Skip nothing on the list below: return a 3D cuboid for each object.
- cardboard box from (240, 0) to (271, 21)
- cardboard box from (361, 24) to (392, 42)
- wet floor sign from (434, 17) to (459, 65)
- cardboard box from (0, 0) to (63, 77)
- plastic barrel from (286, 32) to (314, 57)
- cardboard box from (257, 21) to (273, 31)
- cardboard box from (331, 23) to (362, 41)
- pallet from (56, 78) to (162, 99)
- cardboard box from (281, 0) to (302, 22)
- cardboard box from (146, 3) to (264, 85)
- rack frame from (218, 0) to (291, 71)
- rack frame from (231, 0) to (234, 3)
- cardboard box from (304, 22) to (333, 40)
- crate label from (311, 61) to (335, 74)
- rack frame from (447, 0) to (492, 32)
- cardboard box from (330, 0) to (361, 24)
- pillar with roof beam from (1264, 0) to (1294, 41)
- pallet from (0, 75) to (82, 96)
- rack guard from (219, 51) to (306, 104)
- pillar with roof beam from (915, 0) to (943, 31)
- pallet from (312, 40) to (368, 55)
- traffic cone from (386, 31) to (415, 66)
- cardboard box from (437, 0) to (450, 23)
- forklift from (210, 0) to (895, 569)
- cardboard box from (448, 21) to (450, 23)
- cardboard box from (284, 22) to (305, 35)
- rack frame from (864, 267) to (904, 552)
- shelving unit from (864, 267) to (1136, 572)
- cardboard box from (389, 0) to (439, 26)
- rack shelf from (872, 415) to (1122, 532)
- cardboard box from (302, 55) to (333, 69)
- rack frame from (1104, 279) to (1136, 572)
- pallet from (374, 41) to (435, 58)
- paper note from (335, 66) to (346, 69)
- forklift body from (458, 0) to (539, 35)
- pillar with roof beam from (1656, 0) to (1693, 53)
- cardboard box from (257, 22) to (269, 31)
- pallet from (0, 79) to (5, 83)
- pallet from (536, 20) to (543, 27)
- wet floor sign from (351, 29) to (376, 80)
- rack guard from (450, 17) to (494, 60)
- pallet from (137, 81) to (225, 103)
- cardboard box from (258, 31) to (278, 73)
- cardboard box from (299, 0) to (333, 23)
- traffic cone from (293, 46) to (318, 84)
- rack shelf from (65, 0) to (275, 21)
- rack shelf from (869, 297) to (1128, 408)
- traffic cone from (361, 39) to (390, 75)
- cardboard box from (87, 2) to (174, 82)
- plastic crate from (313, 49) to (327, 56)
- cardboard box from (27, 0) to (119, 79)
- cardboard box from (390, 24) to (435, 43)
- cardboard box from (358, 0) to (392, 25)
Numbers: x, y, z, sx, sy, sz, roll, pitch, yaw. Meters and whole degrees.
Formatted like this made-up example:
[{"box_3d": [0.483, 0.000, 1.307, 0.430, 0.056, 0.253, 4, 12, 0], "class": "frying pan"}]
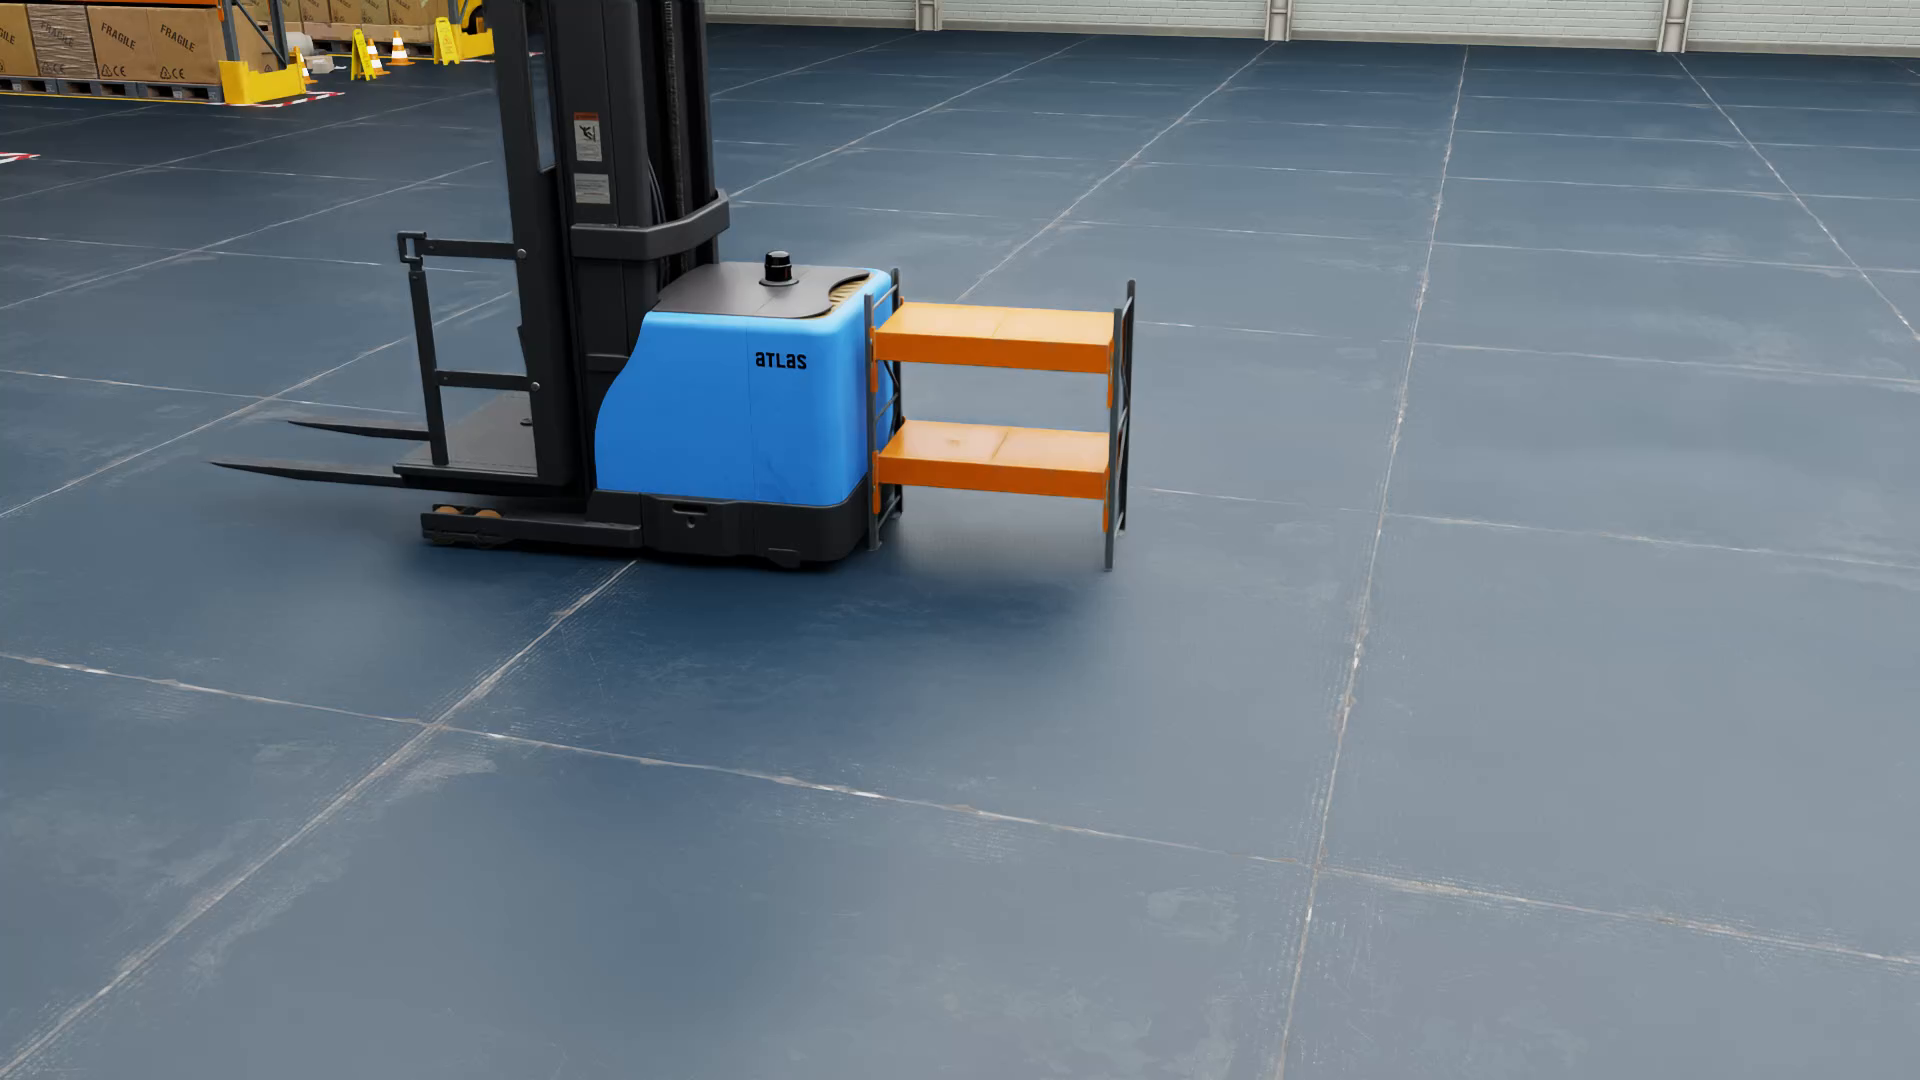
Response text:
[{"box_3d": [-10.648, -8.237, 25.481, 0.500, 0.500, 0.500, 8, 24, 18], "class": "cardboard box"}, {"box_3d": [-8.650, -7.665, 25.074, 0.500, 0.250, 0.500, 7, 23, 16], "class": "cardboard box"}, {"box_3d": [-7.432, -7.194, 23.957, 0.232, 0.644, 0.267, 16, 27, 34], "class": "wet floor sign"}, {"box_3d": [-11.886, -6.438, 21.260, 0.875, 0.875, 0.875, 7, 23, 16], "class": "cardboard box"}, {"box_3d": [-9.720, -7.177, 24.209, 0.512, 0.421, 0.421, -14, 26, -30], "class": "plastic barrel"}, {"box_3d": [-10.648, -7.891, 25.623, 0.500, 0.250, 0.500, 5, 23, 13], "class": "cardboard box"}, {"box_3d": [-9.153, -7.721, 25.209, 0.500, 0.250, 0.500, 6, 23, 14], "class": "cardboard box"}, {"box_3d": [-10.590, -5.787, 21.099, 1.213, 0.211, 1.003, 7, 23, 15], "class": "pallet"}, {"box_3d": [-10.132, -8.183, 25.348, 0.500, 0.500, 0.500, 8, 23, 18], "class": "cardboard box"}, {"box_3d": [-9.306, -6.145, 20.544, 0.875, 0.875, 0.875, 7, 23, 16], "class": "cardboard box"}, {"box_3d": [-8.638, -6.883, 20.098, 0.127, 3.000, 1.000, 7, 23, 16], "class": "rack frame"}, {"box_3d": [-13.534, -11.373, 31.045, 0.127, 3.000, 1.000, 7, 23, 16], "class": "rack frame"}, {"box_3d": [-9.625, -7.779, 25.351, 0.500, 0.250, 0.500, 6, 23, 15], "class": "cardboard box"}, {"box_3d": [-8.855, -6.570, 23.106, 0.298, 0.136, 0.250, -5, 23, -12], "class": "crate label"}, {"box_3d": [-7.305, -8.693, 24.509, 0.127, 3.000, 1.000, 7, 23, 16], "class": "rack frame"}, {"box_3d": [-9.129, -8.069, 25.070, 0.500, 0.500, 0.500, 6, 23, 14], "class": "cardboard box"}, {"box_3d": [3.964, -10.796, 21.732, 0.400, 9.000, 9.100, 7, 23, 16], "class": "pillar with roof beam"}, {"box_3d": [-11.762, -5.920, 21.423, 1.213, 0.211, 1.003, 7, 23, 15], "class": "pallet"}, {"box_3d": [-8.615, -5.724, 20.566, 0.348, 0.500, 1.175, 7, 23, 16], "class": "rack guard"}, {"box_3d": [-1.780, -11.454, 23.336, 0.400, 9.000, 9.100, 7, 23, 16], "class": "pillar with roof beam"}, {"box_3d": [-9.309, -7.647, 25.635, 1.213, 0.211, 1.003, 7, 23, 16], "class": "pallet"}, {"box_3d": [-8.089, -7.097, 23.963, 0.334, 0.463, 0.336, 7, 23, 16], "class": "traffic cone"}, {"box_3d": [-8.020, -8.153, 25.275, 0.500, 0.500, 0.500, 6, 23, 14], "class": "cardboard box"}, {"box_3d": [-1.855, -1.507, 7.081, 3.031, 2.935, 1.130, 5, 23, 11], "class": "forklift"}, {"box_3d": [-7.997, -7.804, 25.412, 0.500, 0.250, 0.500, 6, 23, 15], "class": "cardboard box"}, {"box_3d": [-10.133, -7.836, 25.491, 0.500, 0.250, 0.500, 8, 24, 19], "class": "cardboard box"}, {"box_3d": [-0.323, -0.562, 7.157, 0.032, 1.125, 0.500, 5, 23, 11], "class": "rack frame"}, {"box_3d": [0.174, -0.522, 7.059, 1.048, 1.125, 0.538, 5, 23, 11], "class": "shelving unit"}, {"box_3d": [-8.147, -7.955, 24.792, 0.500, 0.500, 0.500, 7, 23, 16], "class": "cardboard box"}, {"box_3d": [0.174, -0.295, 7.152, 1.000, 0.278, 0.538, 5, 23, 11], "class": "rack shelf"}, {"box_3d": [-9.143, -6.783, 23.611, 0.380, 0.149, 0.250, -20, 29, -39], "class": "cardboard box"}, {"box_3d": [0.671, -0.481, 6.962, 0.032, 1.125, 0.500, 5, 23, 11], "class": "rack frame"}, {"box_3d": [-8.145, -7.513, 25.307, 1.213, 0.211, 1.003, 7, 23, 16], "class": "pallet"}, {"box_3d": [-8.785, -6.699, 23.562, 0.142, 0.019, 0.148, -1, 22, -3], "class": "paper note"}, {"box_3d": [-8.217, -9.649, 27.959, 1.214, 2.155, 2.313, 7, 23, 16], "class": "forklift body"}, {"box_3d": [9.708, -10.139, 20.129, 0.400, 9.000, 9.100, 7, 23, 16], "class": "pillar with roof beam"}, {"box_3d": [-10.502, -7.364, 24.560, 0.500, 0.500, 0.500, -14, 26, -30], "class": "cardboard box"}, {"box_3d": [-13.228, -6.089, 21.835, 1.213, 0.211, 1.003, 7, 23, 16], "class": "pallet"}, {"box_3d": [-7.783, -9.410, 29.931, 1.213, 0.211, 1.003, 7, 23, 15], "class": "pallet"}, {"box_3d": [-8.038, -6.510, 22.290, 0.232, 0.644, 0.267, 3, 22, 6], "class": "wet floor sign"}, {"box_3d": [-7.378, -7.544, 25.004, 0.348, 0.500, 1.175, 7, 23, 16], "class": "rack guard"}, {"box_3d": [-9.426, -5.652, 20.771, 1.213, 0.211, 1.003, 7, 23, 15], "class": "pallet"}, {"box_3d": [-9.718, -6.810, 23.210, 0.637, 0.503, 0.797, -9, 24, -21], "class": "cardboard box"}, {"box_3d": [-9.636, -8.126, 25.208, 0.500, 0.500, 0.500, 8, 24, 18], "class": "cardboard box"}, {"box_3d": [-8.736, -6.284, 21.979, 0.334, 0.463, 0.336, 7, 23, 16], "class": "traffic cone"}, {"box_3d": [-10.553, -6.770, 20.769, 4.000, 0.370, 1.077, 7, 23, 16], "class": "rack shelf"}, {"box_3d": [0.174, -0.792, 6.948, 1.000, 0.278, 0.538, 5, 23, 11], "class": "rack shelf"}, {"box_3d": [-8.084, -6.657, 22.889, 0.334, 0.463, 0.336, 7, 23, 16], "class": "traffic cone"}, {"box_3d": [-10.149, -6.240, 20.777, 0.875, 0.875, 0.875, 6, 23, 15], "class": "cardboard box"}, {"box_3d": [-9.868, -7.310, 24.986, 0.583, 0.080, 0.402, -1, 22, -3], "class": "plastic crate"}, {"box_3d": [-11.022, -6.341, 21.023, 0.875, 0.875, 0.875, 7, 23, 16], "class": "cardboard box"}, {"box_3d": [-8.180, -7.608, 24.935, 0.500, 0.250, 0.500, 6, 23, 15], "class": "cardboard box"}, {"box_3d": [-8.648, -8.011, 24.929, 0.500, 0.500, 0.500, 7, 23, 17], "class": "cardboard box"}]
